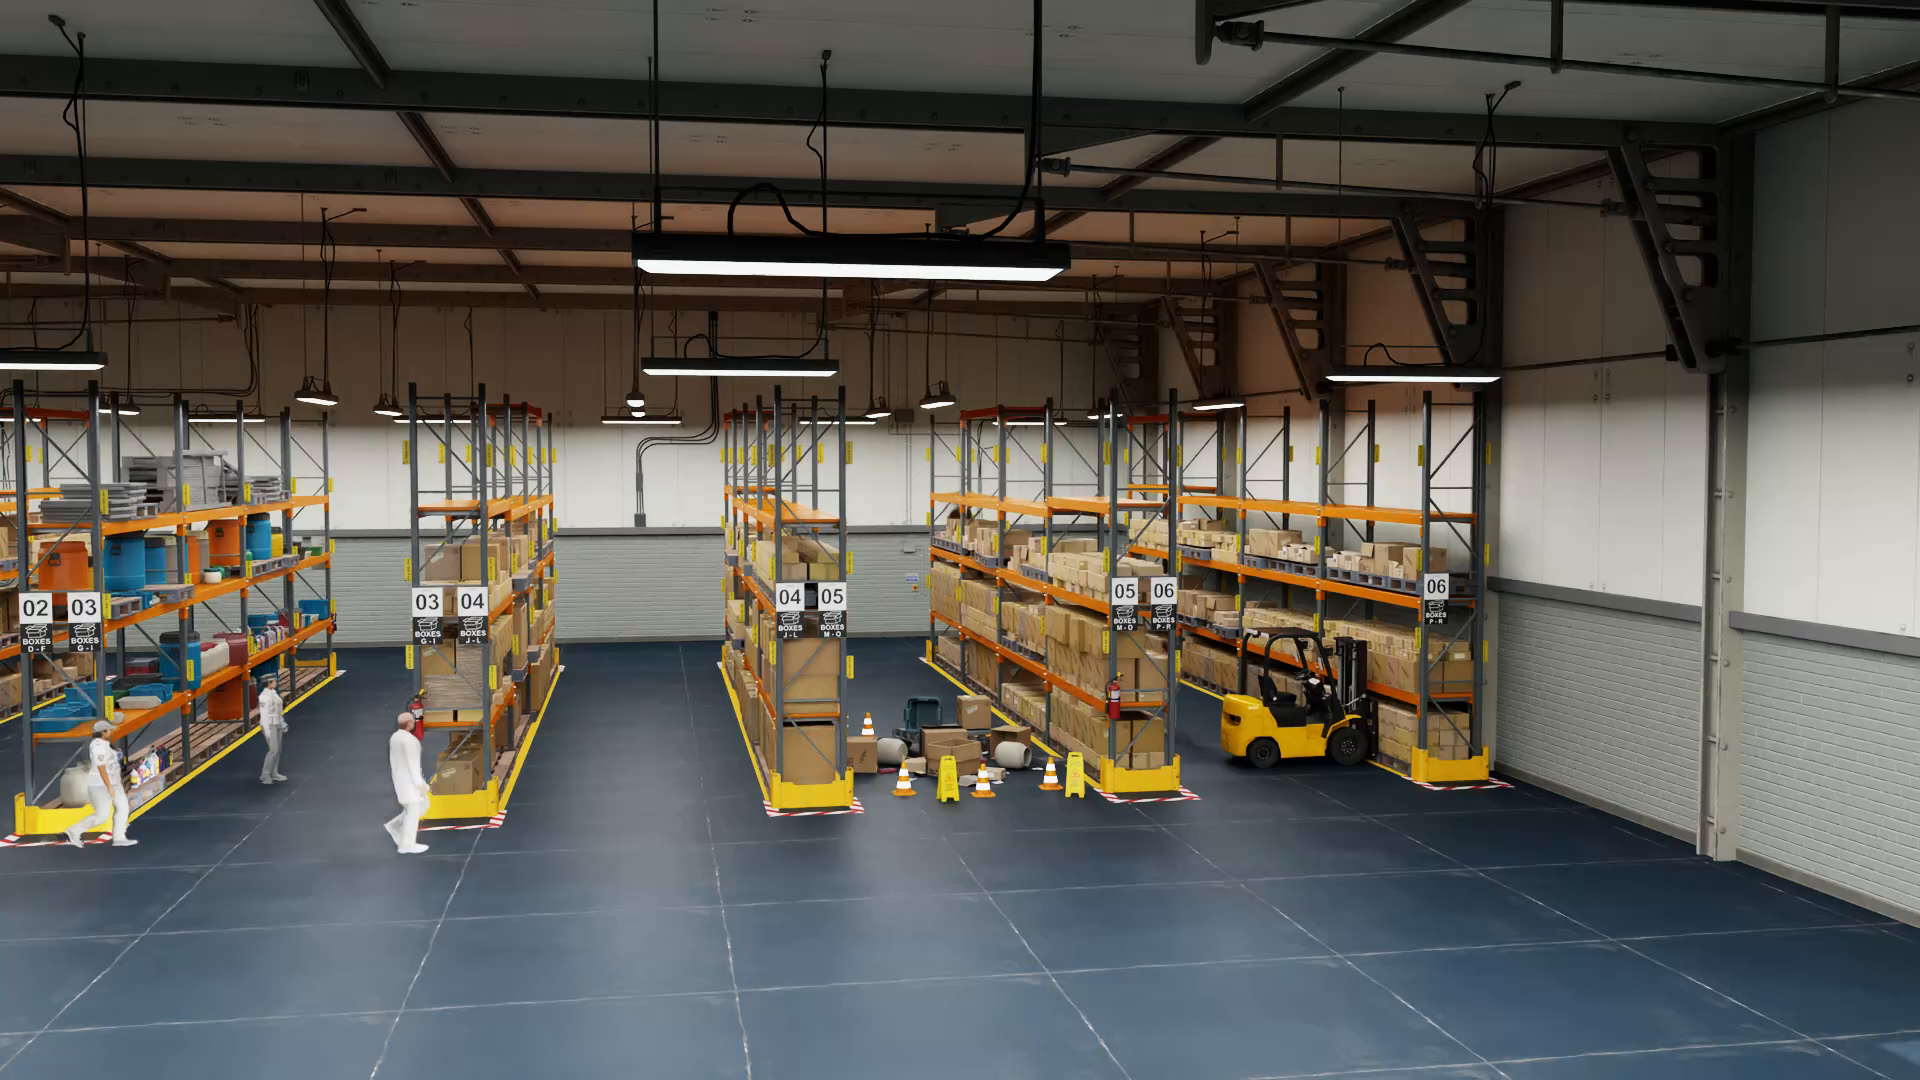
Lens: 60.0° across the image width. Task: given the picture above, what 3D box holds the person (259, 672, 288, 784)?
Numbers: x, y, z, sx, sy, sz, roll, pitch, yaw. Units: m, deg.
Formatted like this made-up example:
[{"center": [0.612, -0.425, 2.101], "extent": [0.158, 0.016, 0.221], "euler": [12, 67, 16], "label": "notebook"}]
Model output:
[{"center": [-10.586, 2.905, 25.622], "extent": [0.356, 1.738, 0.562], "euler": [0, 3, 3], "label": "person"}]

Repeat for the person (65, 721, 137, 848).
[{"center": [-10.916, 3.102, 21.127], "extent": [0.766, 1.625, 0.500], "euler": [0, 3, -2], "label": "person"}]

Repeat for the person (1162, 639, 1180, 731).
[{"center": [3.724, 2.638, 30.061], "extent": [0.470, 1.693, 0.676], "euler": [-1, 3, -14], "label": "person"}]

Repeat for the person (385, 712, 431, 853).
[{"center": [-6.959, 3.040, 20.877], "extent": [0.568, 1.764, 0.590], "euler": [0, 3, -9], "label": "person"}]
